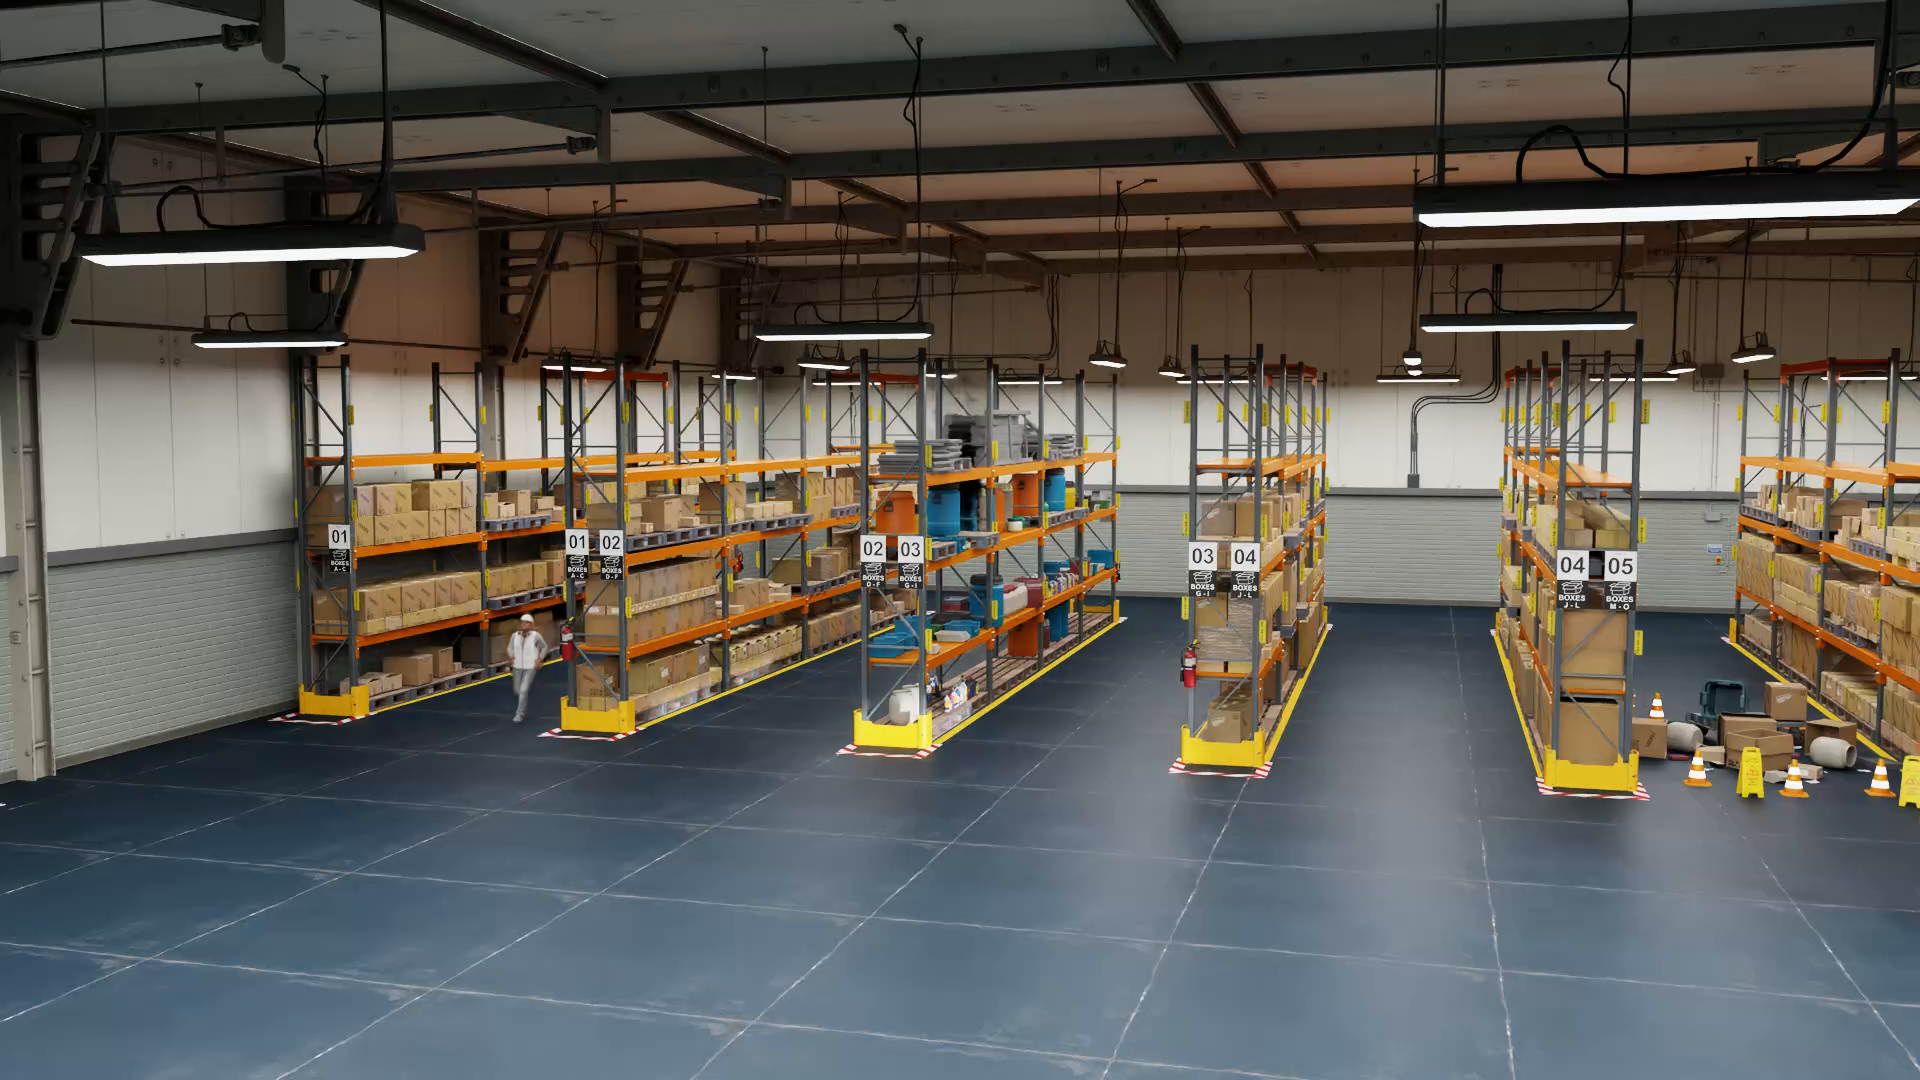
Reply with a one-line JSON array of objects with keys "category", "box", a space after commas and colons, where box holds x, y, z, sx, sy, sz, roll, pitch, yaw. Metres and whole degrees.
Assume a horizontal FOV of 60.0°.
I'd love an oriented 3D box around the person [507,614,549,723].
[{"category": "person", "box": [-7.136, 2.091, 27.445, 0.687, 1.760, 0.824, 0, 4, 2]}]
